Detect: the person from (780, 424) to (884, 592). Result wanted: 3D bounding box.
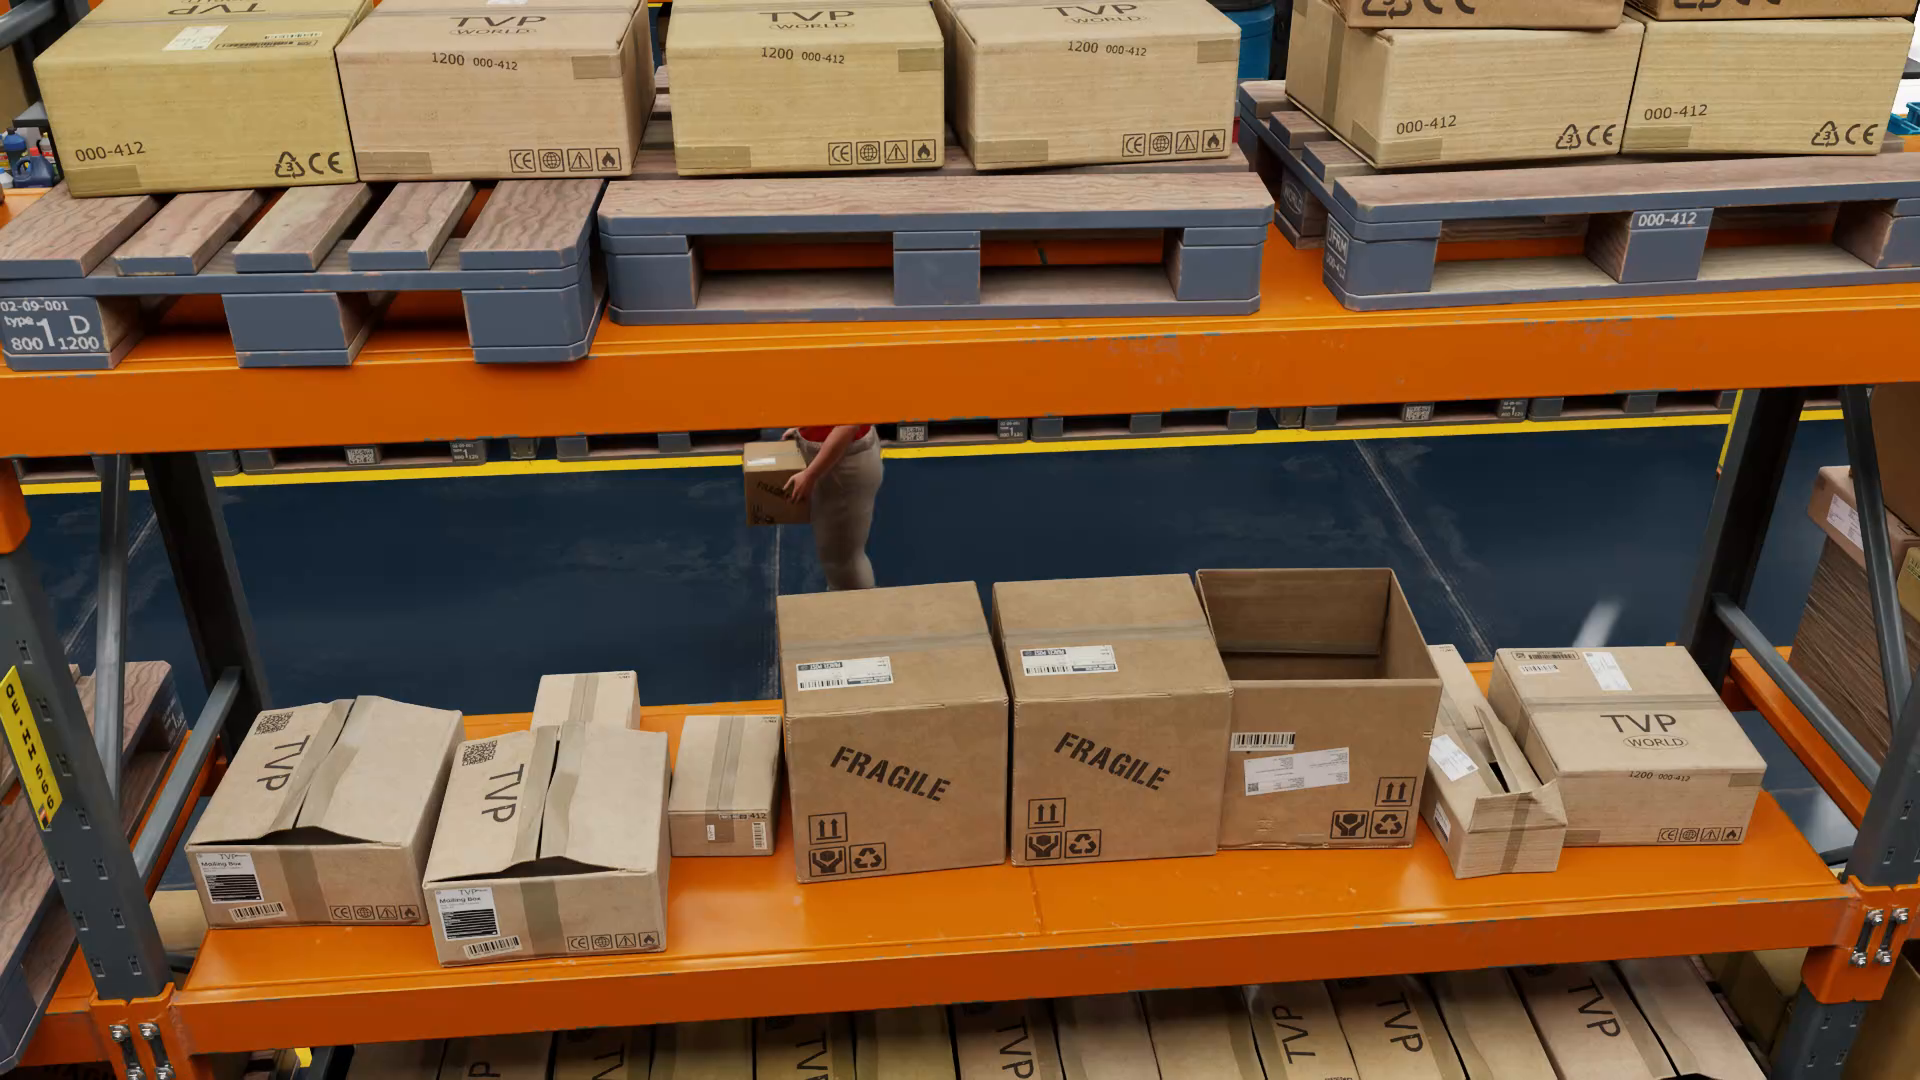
[{"bbox_3d":[-0.520,-0.310,6.661,0.423,1.729,0.583,-3,31,-5],"label":"person"}]
